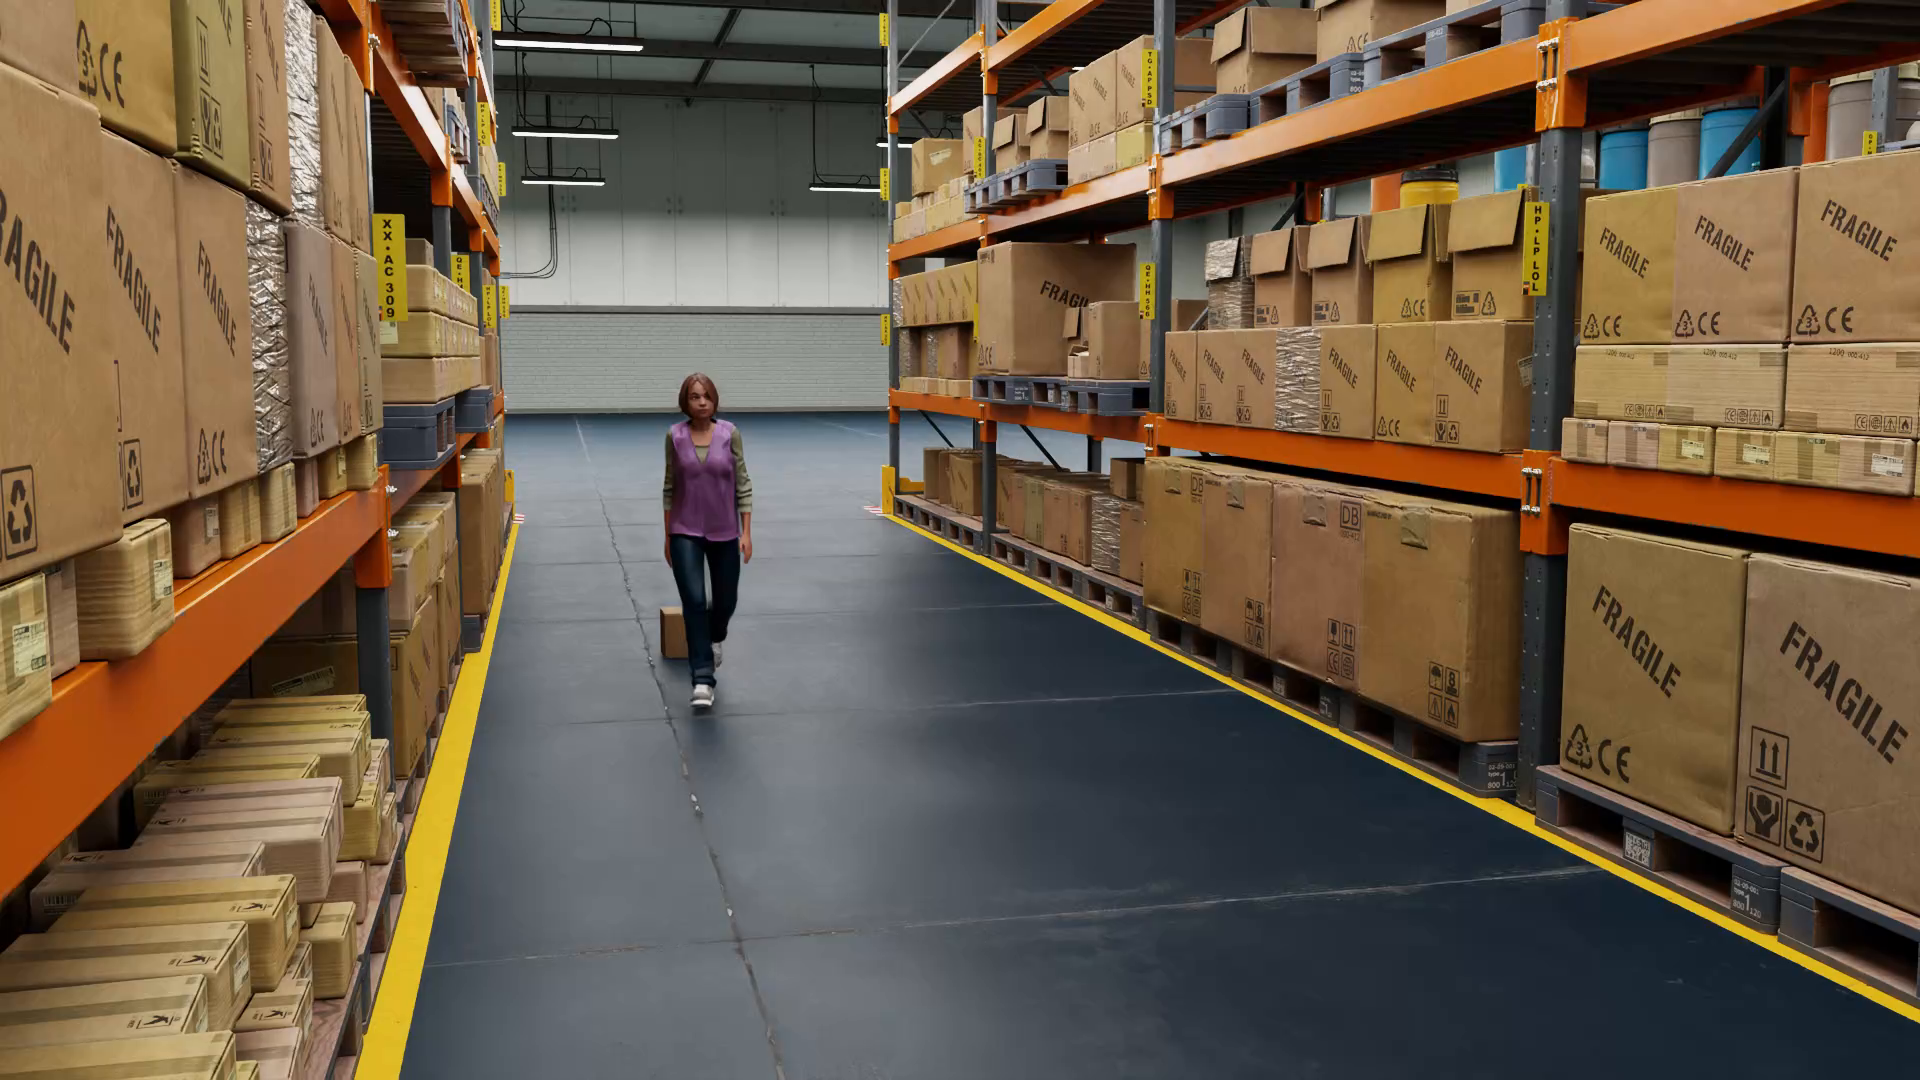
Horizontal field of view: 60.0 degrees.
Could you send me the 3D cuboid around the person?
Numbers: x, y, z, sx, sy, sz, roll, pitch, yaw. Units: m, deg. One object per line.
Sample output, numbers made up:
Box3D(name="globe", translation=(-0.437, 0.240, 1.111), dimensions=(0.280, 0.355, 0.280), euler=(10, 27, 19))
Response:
Box3D(name="person", translation=(-1.223, -0.030, 8.060), dimensions=(0.428, 1.559, 0.834), euler=(-1, 6, -12))
